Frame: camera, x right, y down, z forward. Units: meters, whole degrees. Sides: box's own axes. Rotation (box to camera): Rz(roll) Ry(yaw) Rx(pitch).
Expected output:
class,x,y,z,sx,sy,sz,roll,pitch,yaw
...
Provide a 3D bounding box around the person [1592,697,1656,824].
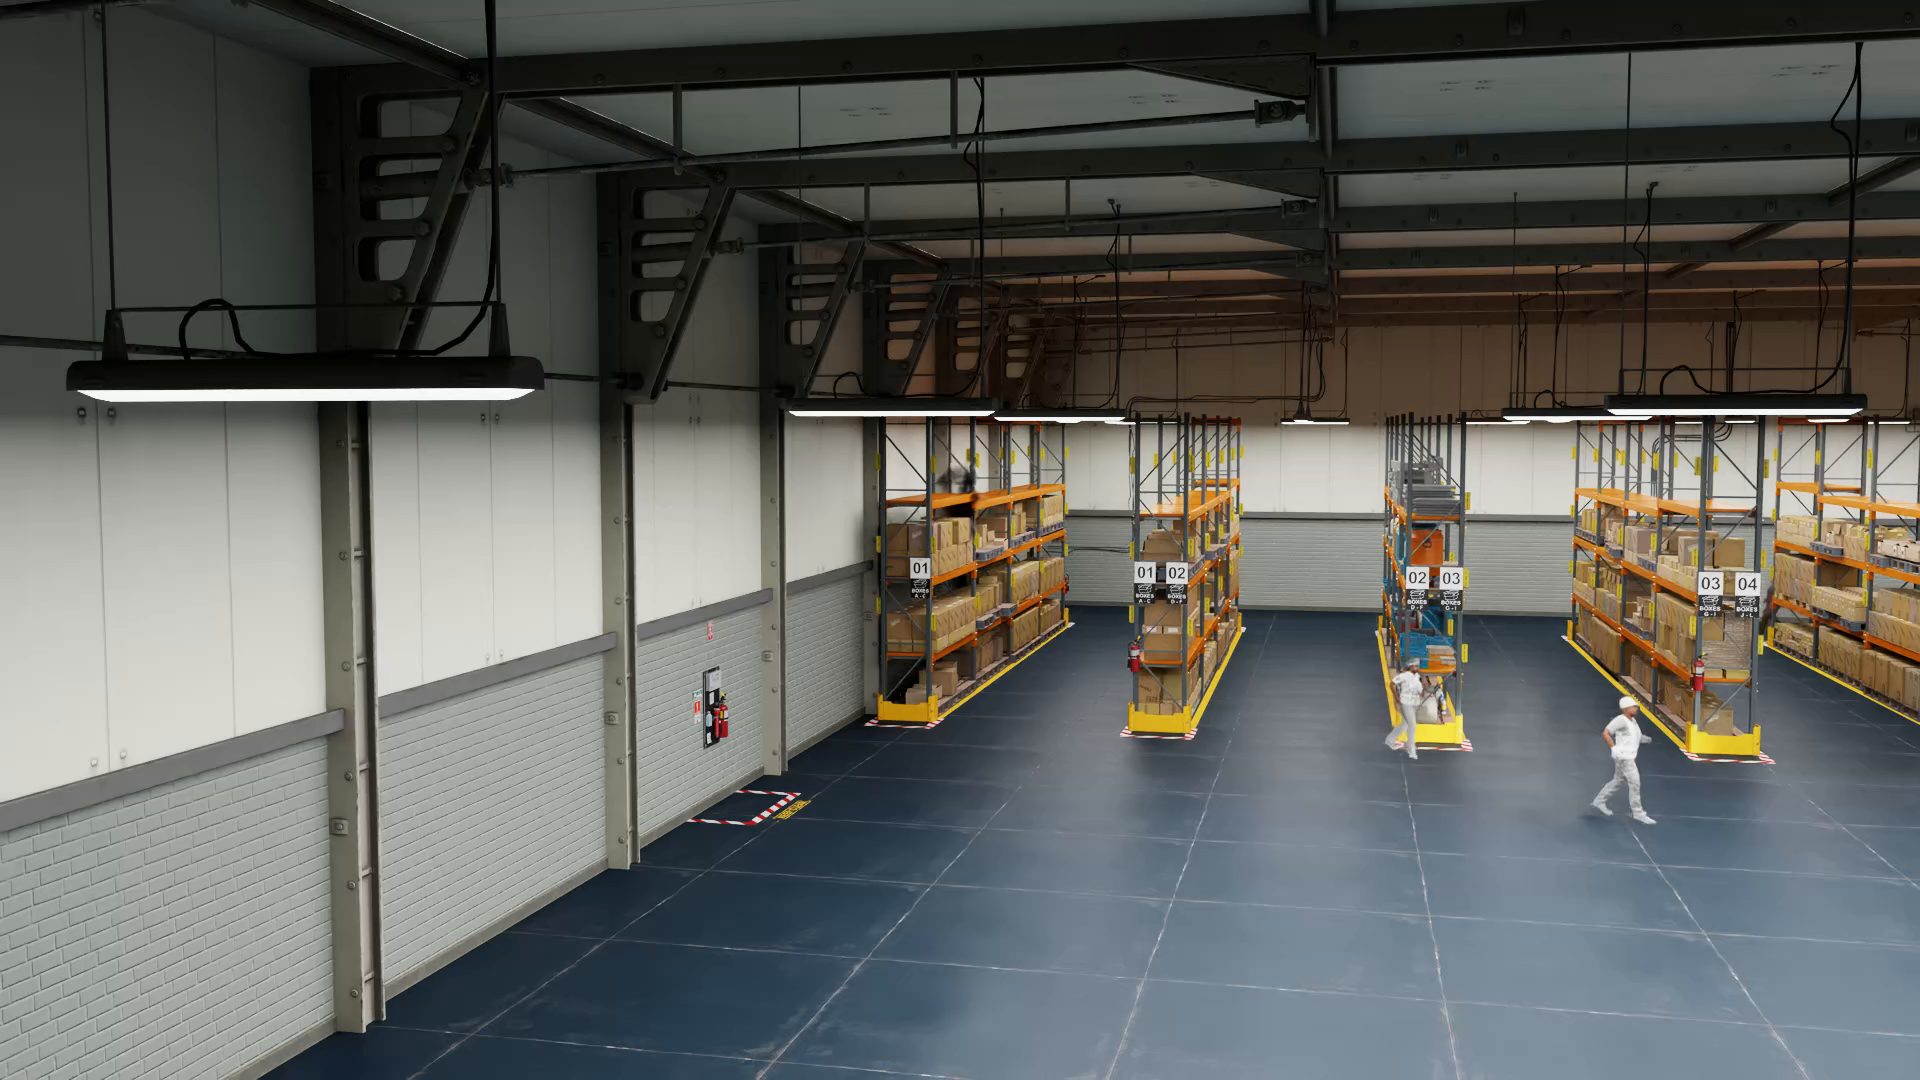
class,x,y,z,sx,sy,sz,roll,pitch,yaw
person,9.664,3.169,24.154,0.903,1.794,0.682,2,5,31

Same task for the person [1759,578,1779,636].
class,x,y,z,sx,sy,sz,roll,pitch,yaw
person,21.814,1.840,44.873,0.998,1.634,0.860,1,4,20

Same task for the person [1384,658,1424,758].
class,x,y,z,sx,sy,sz,roll,pitch,yaw
person,7.866,2.932,29.215,0.593,1.740,0.811,-3,5,-38
